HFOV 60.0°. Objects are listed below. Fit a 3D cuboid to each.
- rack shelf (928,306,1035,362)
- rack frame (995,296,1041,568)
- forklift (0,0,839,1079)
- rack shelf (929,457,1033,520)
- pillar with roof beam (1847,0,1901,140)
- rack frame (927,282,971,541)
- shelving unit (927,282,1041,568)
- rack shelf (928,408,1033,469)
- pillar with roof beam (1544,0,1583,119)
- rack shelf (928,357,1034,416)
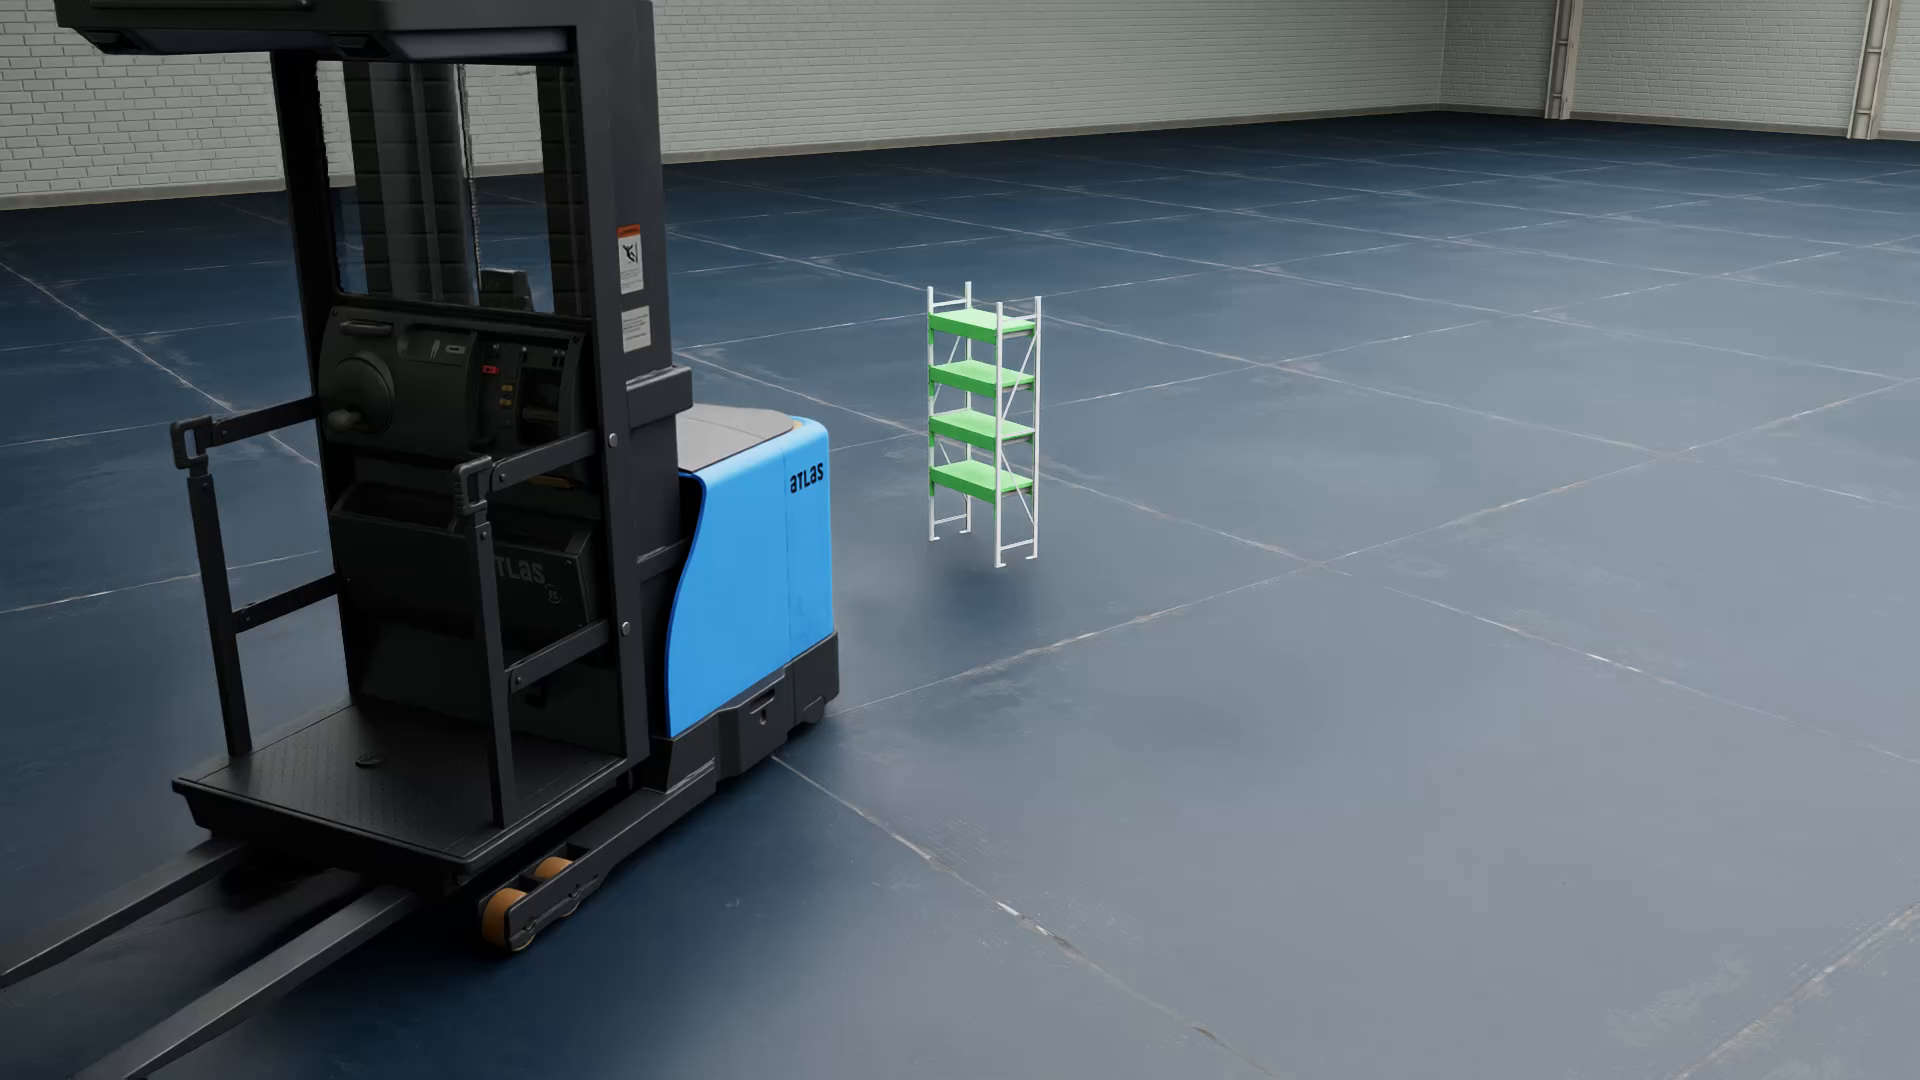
[{"bbox_3d":[0.103,-0.924,7.420,0.258,0.148,0.480,-14,23,-36],"label":"rack shelf"},{"bbox_3d":[0.254,-0.469,7.369,0.240,1.200,0.015,-14,23,-36],"label":"rack frame"},{"bbox_3d":[-1.537,-0.436,4.517,1.130,2.935,3.031,9,20,25],"label":"forklift"},{"bbox_3d":[0.103,-0.240,7.646,0.258,0.148,0.480,-14,23,-36],"label":"rack shelf"},{"bbox_3d":[12.395,-10.454,25.117,9.100,9.000,0.400,-14,23,-36],"label":"pillar with roof beam"},{"bbox_3d":[-0.049,-0.589,7.732,0.240,1.200,0.015,-14,23,-36],"label":"rack frame"},{"bbox_3d":[0.103,-0.529,7.551,0.258,1.200,0.503,-14,23,-36],"label":"shelving unit"},{"bbox_3d":[0.103,-0.468,7.571,0.258,0.148,0.480,-14,23,-36],"label":"rack shelf"},{"bbox_3d":[8.670,-11.932,29.582,9.100,9.000,0.400,-14,23,-36],"label":"pillar with roof beam"},{"bbox_3d":[0.103,-0.696,7.495,0.258,0.148,0.480,-14,23,-36],"label":"rack shelf"}]
